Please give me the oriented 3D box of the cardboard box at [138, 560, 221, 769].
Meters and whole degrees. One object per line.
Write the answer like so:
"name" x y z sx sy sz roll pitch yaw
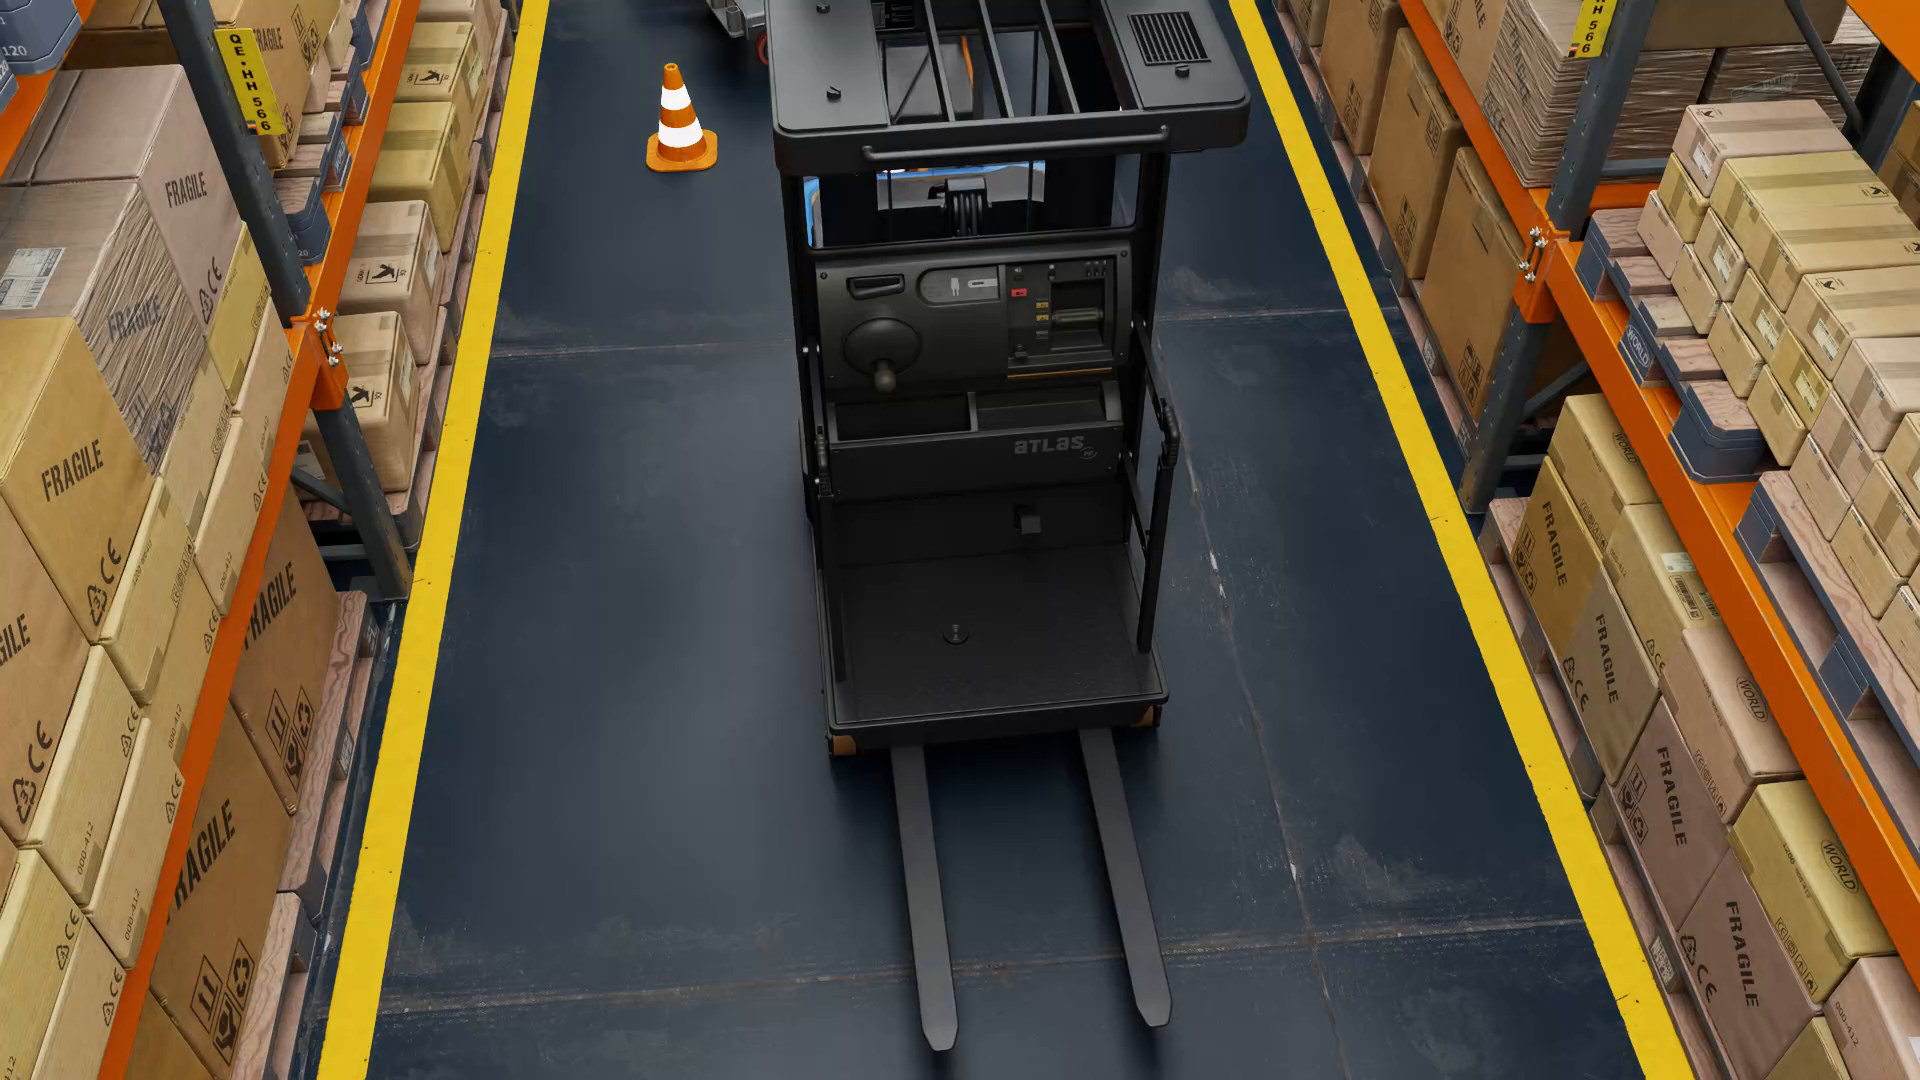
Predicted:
"cardboard box" -2.118 0.312 3.991 0.500 0.250 0.500 -4 47 -4

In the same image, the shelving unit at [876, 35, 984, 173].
"shelving unit" -0.149 -1.558 6.279 0.431 2.100 0.503 -5 47 -5

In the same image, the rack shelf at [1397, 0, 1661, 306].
"rack shelf" 2.253 -2.397 6.949 1.077 0.370 4.000 -3 47 -3

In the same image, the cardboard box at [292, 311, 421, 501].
"cardboard box" -2.541 -0.473 6.153 0.950 0.372 0.625 -6 47 -6

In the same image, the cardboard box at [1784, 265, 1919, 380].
"cardboard box" 2.329 -0.550 4.179 0.380 0.149 0.250 -5 47 -5

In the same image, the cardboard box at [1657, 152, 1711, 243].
"cardboard box" 2.261 -0.996 4.806 0.380 0.149 0.250 -2 47 -2

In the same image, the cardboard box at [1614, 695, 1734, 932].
"cardboard box" 2.319 0.780 4.878 0.500 0.500 0.500 -5 47 -4

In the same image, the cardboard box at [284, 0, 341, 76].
"cardboard box" -2.361 -1.820 5.345 0.500 0.500 0.500 -1 47 -1

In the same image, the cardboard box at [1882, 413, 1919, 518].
"cardboard box" 2.378 -0.163 3.812 0.380 0.149 0.250 -2 47 -2

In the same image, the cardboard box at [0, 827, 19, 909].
"cardboard box" -2.029 0.627 2.832 0.500 0.500 0.500 -5 47 -4

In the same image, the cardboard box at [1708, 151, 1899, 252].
"cardboard box" 2.291 -0.919 4.529 0.380 0.149 0.250 -5 47 -4

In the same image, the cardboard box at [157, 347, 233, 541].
"cardboard box" -2.163 -0.238 4.168 0.500 0.250 0.500 -5 47 -4

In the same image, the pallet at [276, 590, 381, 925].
"pallet" -2.513 0.711 5.432 1.003 0.211 1.213 -3 47 -3

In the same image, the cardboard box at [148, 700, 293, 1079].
"cardboard box" -2.458 0.913 4.493 0.875 0.875 0.875 -3 47 -3

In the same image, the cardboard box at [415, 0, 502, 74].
"cardboard box" -2.792 -2.579 8.147 0.950 0.372 0.625 -3 47 -3

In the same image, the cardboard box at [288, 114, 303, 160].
"cardboard box" -2.336 -1.334 5.331 0.380 0.149 0.250 -6 47 -6

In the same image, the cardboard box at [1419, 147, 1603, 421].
"cardboard box" 2.459 -1.014 6.405 1.050 0.750 0.750 -4 47 -4

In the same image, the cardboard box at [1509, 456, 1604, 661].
"cardboard box" 2.226 0.045 5.574 0.500 0.500 0.500 -5 47 -5

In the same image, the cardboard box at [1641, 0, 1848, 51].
"cardboard box" 2.393 -1.901 5.227 0.700 0.500 0.500 -4 47 -4

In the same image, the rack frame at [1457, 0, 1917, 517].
"rack frame" 2.420 -1.197 5.318 1.000 3.000 0.127 -3 47 -3

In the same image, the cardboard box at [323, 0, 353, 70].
"cardboard box" -2.315 -1.735 5.711 0.380 0.149 0.250 -3 47 -3

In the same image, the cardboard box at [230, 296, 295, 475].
"cardboard box" -2.203 -0.421 4.687 0.500 0.250 0.500 -5 47 -5

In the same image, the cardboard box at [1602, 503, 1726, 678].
"cardboard box" 2.279 0.141 4.967 0.500 0.250 0.500 -4 47 -4

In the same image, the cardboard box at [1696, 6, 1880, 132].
"cardboard box" 2.652 -1.573 5.605 0.500 0.500 0.500 -3 47 -3

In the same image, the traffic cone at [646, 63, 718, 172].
"traffic cone" -1.340 -2.033 7.857 0.336 0.463 0.334 -3 47 -3

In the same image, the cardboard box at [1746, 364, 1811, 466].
"cardboard box" 2.326 -0.335 4.385 0.380 0.149 0.250 -2 47 -1

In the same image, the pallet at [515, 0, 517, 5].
"pallet" -2.930 -3.242 9.175 1.003 0.211 1.213 -3 47 -3

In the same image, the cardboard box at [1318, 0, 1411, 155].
"cardboard box" 2.304 -2.320 7.642 1.050 0.750 0.750 -3 47 -3

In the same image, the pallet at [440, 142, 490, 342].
"pallet" -2.667 -1.310 7.346 1.003 0.211 1.213 -3 47 -3

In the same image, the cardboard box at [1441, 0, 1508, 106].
"cardboard box" 2.075 -1.902 5.917 0.500 0.500 0.500 -3 47 -3

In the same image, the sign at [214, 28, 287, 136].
"sign" -1.951 -1.257 4.577 0.100 0.325 0.005 -3 47 -3

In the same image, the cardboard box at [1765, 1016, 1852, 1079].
"cardboard box" 2.400 1.521 4.176 0.500 0.500 0.500 -4 47 -4

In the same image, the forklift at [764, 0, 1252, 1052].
"forklift" 0.074 -0.559 4.761 1.130 2.935 3.031 -5 47 -5

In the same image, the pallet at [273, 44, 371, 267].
"pallet" -2.670 -1.266 5.515 1.213 0.211 1.003 -3 47 -3

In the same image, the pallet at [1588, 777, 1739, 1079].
"pallet" 2.583 1.208 4.961 1.003 0.211 1.213 -3 47 -3

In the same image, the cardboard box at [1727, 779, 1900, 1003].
"cardboard box" 2.353 0.876 4.270 0.500 0.250 0.500 -5 47 -5

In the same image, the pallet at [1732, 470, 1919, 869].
"pallet" 2.627 0.299 4.033 1.003 0.211 1.213 -3 47 -3

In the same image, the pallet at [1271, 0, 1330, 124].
"pallet" 2.225 -2.579 8.547 1.003 0.211 1.213 -3 47 -3

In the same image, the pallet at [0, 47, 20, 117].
"pallet" -2.300 -0.518 2.739 1.003 0.211 1.213 -2 47 -1

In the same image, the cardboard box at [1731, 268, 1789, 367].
"cardboard box" 2.311 -0.607 4.437 0.380 0.149 0.250 -5 47 -5

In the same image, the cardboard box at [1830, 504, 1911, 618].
"cardboard box" 2.370 0.040 4.030 0.380 0.149 0.250 -3 47 -3

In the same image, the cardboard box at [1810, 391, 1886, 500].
"cardboard box" 2.353 -0.244 4.094 0.380 0.149 0.250 -3 47 -3

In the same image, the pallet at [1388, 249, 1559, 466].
"pallet" 2.430 -0.813 6.875 1.003 0.211 1.213 -3 47 -3

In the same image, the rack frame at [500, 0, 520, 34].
"rack frame" -2.839 -3.717 7.705 1.000 3.000 0.127 -3 47 -3

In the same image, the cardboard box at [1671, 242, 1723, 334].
"cardboard box" 2.279 -0.725 4.755 0.380 0.149 0.250 -1 47 -1

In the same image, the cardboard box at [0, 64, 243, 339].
"cardboard box" -2.200 -0.843 4.225 0.500 0.500 0.500 -5 47 -4

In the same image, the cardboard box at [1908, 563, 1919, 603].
"cardboard box" 2.397 0.131 3.739 0.380 0.149 0.250 -2 47 -2

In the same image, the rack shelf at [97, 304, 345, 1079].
"rack shelf" -2.336 0.871 3.854 1.077 0.370 4.000 -3 47 -3

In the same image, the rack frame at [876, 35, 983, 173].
"rack frame" -0.119 -1.382 6.113 0.400 2.100 0.015 -5 47 -5

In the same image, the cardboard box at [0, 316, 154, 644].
"cardboard box" -2.114 -0.113 3.533 0.500 0.500 0.500 -3 47 -3

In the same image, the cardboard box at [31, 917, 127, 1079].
"cardboard box" -2.015 1.042 3.300 0.500 0.250 0.500 -4 47 -4

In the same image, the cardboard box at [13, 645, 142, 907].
"cardboard box" -2.056 0.507 3.463 0.500 0.250 0.500 -5 47 -4

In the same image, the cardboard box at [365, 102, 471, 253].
"cardboard box" -2.669 -1.556 7.178 0.950 0.372 0.625 -2 47 -2
